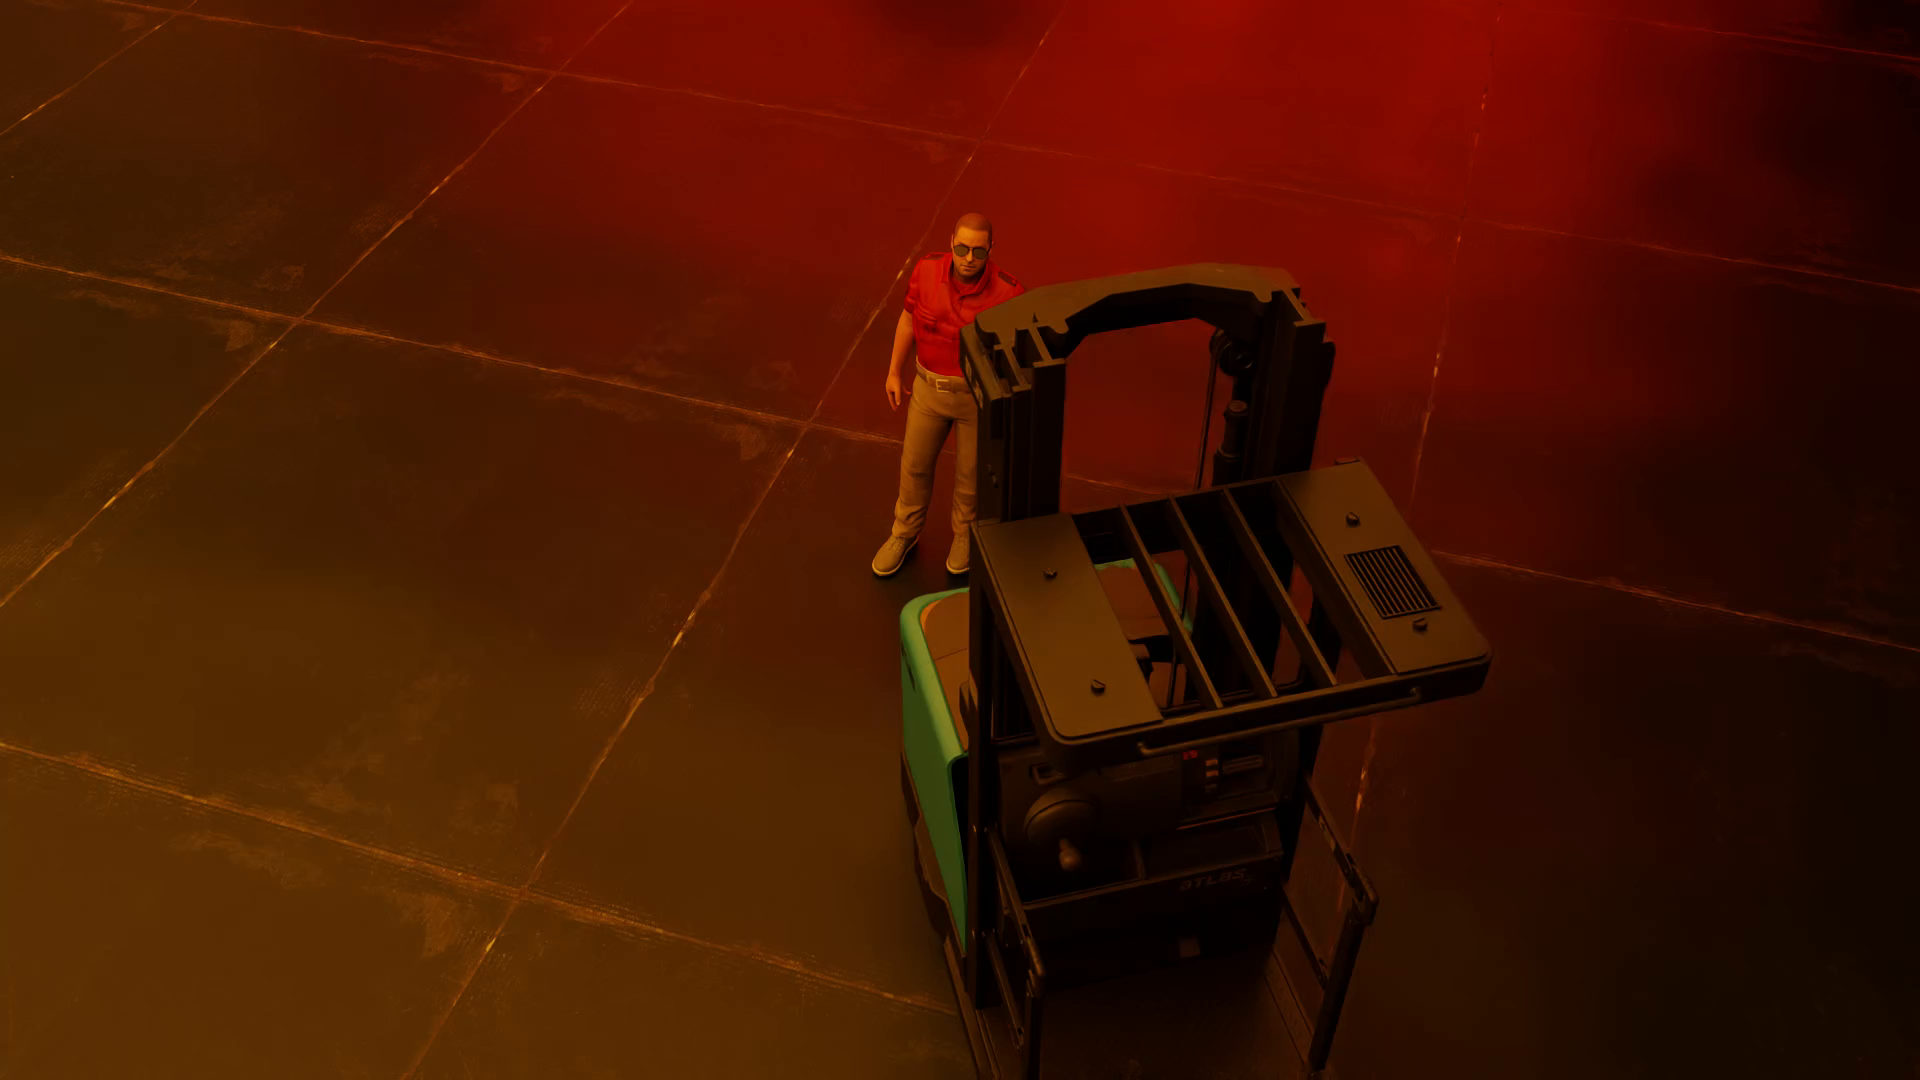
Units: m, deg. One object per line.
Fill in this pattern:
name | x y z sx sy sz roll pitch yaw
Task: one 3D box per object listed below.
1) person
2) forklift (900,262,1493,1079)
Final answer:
person | -0.039 -0.582 7.187 0.640 1.727 0.551 12 44 13
forklift | 0.625 0.817 4.811 1.130 2.935 3.031 -10 44 -10
